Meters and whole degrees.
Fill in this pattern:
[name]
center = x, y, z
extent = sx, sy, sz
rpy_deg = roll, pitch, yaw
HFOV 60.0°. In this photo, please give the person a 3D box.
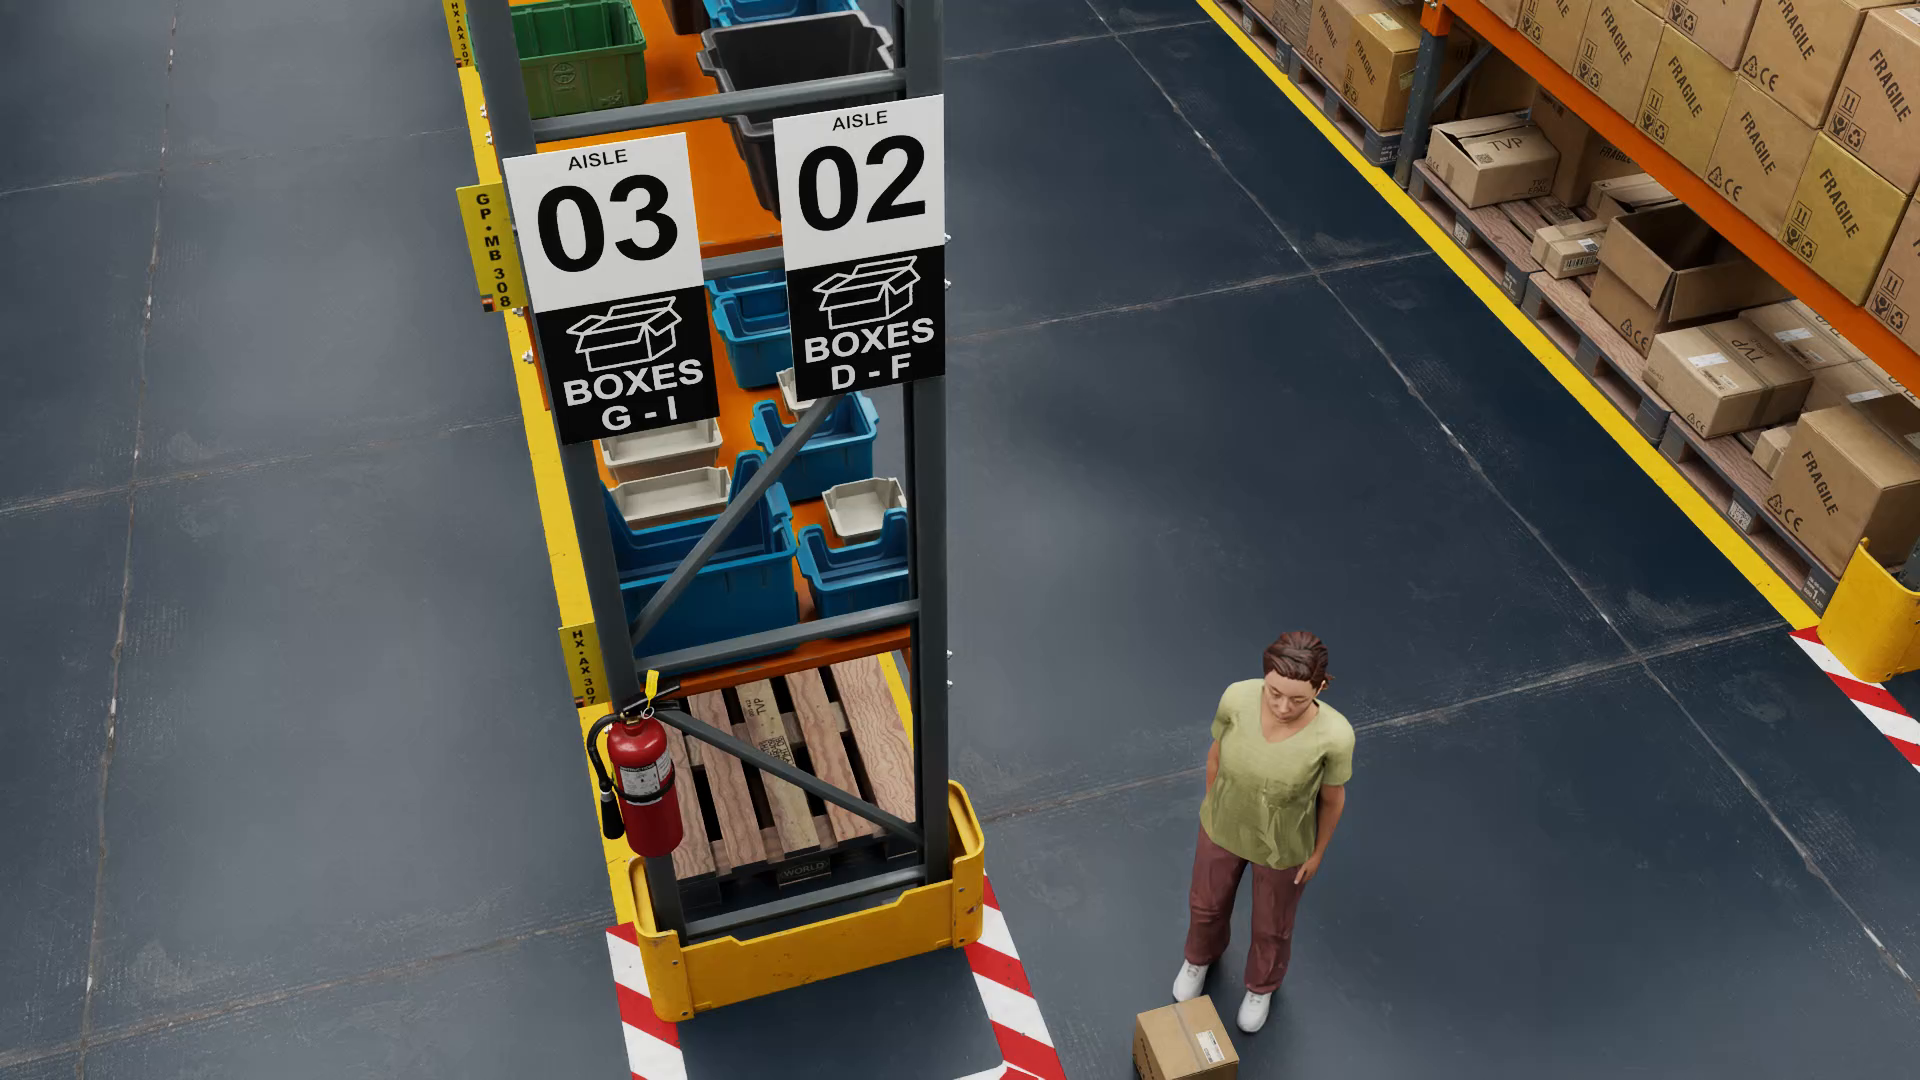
[person]
center = 0.941, 0.906, 5.177
extent = 0.441, 1.674, 0.361
rpy_deg = 21, 46, 21
